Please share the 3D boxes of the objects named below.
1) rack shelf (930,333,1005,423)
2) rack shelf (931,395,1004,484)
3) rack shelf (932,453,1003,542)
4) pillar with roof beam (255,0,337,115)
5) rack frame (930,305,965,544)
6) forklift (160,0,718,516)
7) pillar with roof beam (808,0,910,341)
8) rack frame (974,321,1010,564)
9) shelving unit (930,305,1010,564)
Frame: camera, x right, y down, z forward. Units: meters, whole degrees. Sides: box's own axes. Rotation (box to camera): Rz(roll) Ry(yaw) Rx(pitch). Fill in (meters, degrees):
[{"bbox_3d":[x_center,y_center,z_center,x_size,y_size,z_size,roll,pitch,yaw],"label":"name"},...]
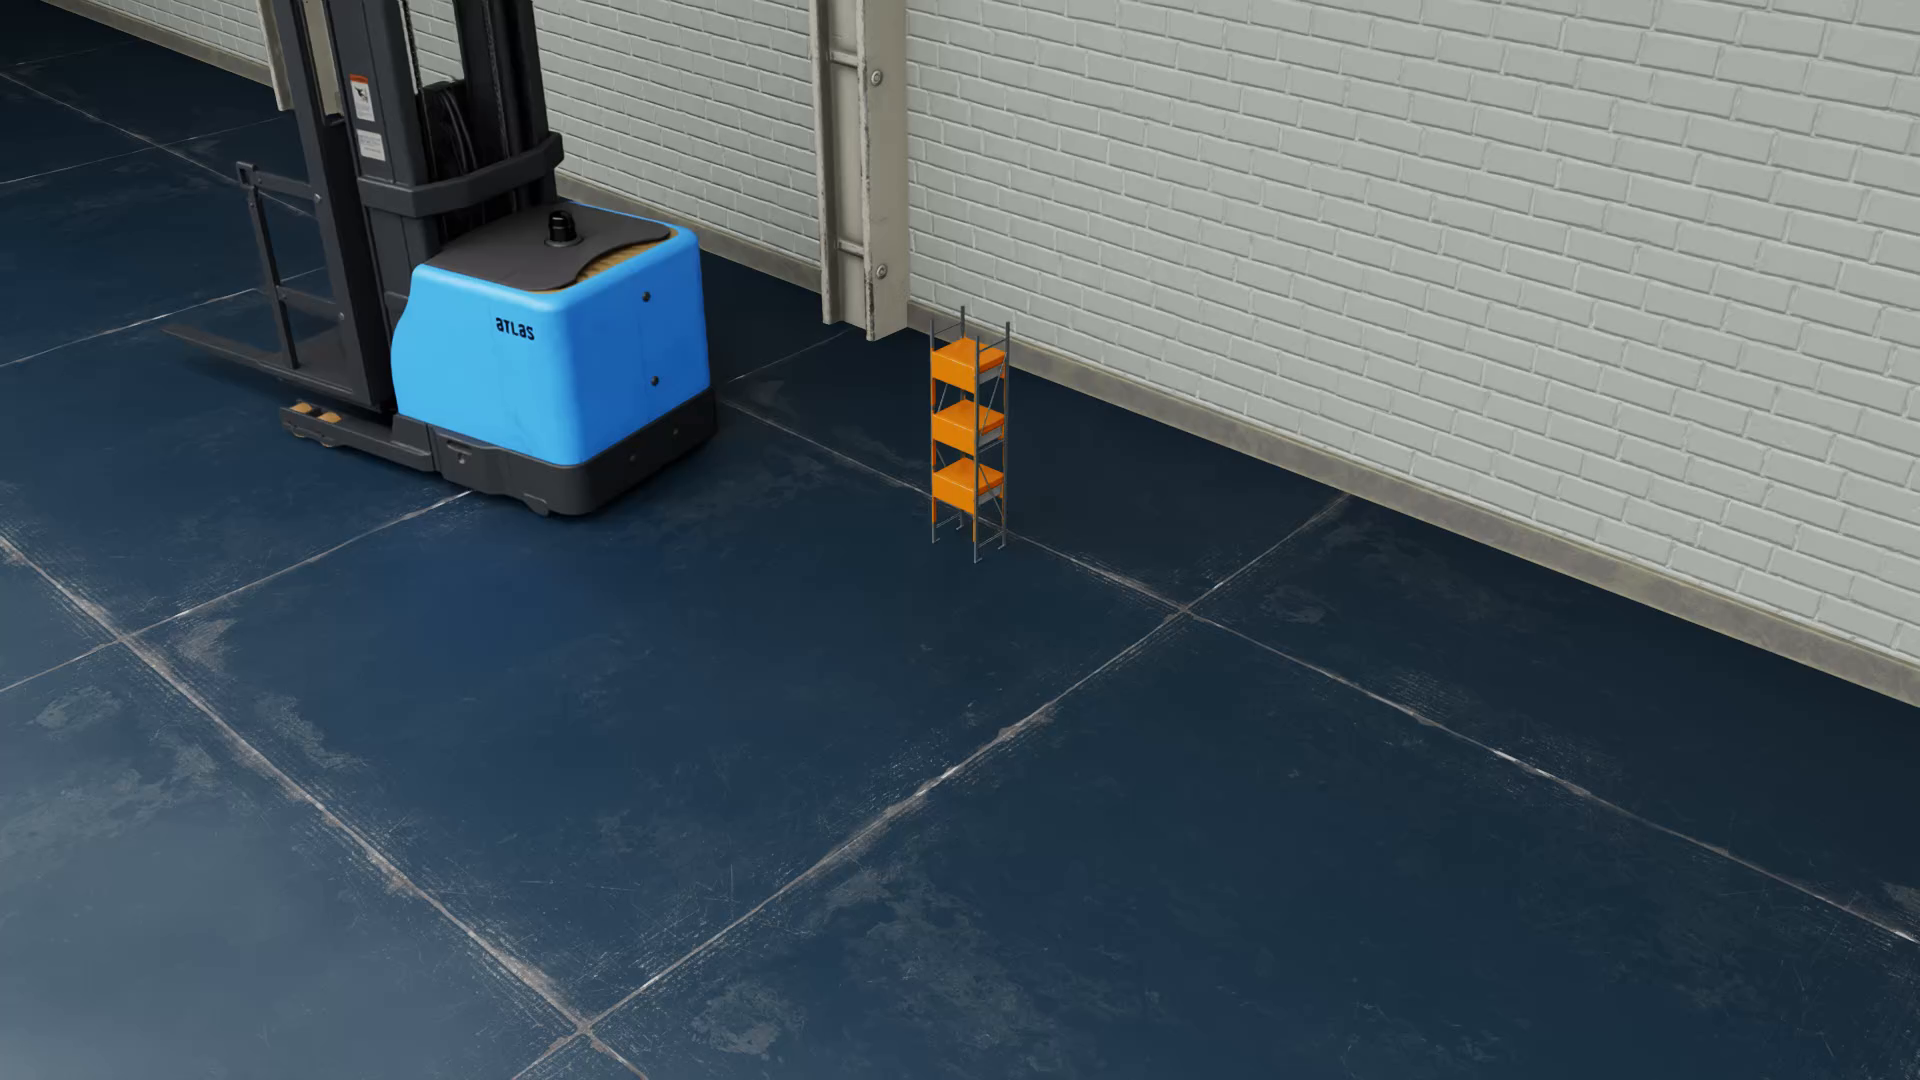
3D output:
[{"bbox_3d":[0.040,-0.665,6.808,0.240,0.259,0.215,25,39,35],"label":"rack shelf"},{"bbox_3d":[0.040,-0.422,6.954,0.240,0.259,0.215,25,39,35],"label":"rack shelf"},{"bbox_3d":[0.040,-0.184,7.097,0.240,0.259,0.215,25,39,35],"label":"rack shelf"},{"bbox_3d":[-7.855,-5.492,7.647,0.400,9.000,9.100,25,39,35],"label":"pillar with roof beam"},{"bbox_3d":[-0.051,-0.473,7.019,0.008,1.050,0.200,25,39,35],"label":"rack frame"},{"bbox_3d":[-2.693,-1.914,7.588,3.031,2.935,1.130,17,35,26],"label":"forklift"},{"bbox_3d":[-3.407,-3.415,4.198,0.400,9.000,9.100,25,39,35],"label":"pillar with roof beam"},{"bbox_3d":[0.130,-0.389,6.878,0.008,1.050,0.200,25,39,35],"label":"rack frame"},{"bbox_3d":[0.040,-0.431,6.948,0.252,1.050,0.215,25,39,35],"label":"shelving unit"}]
